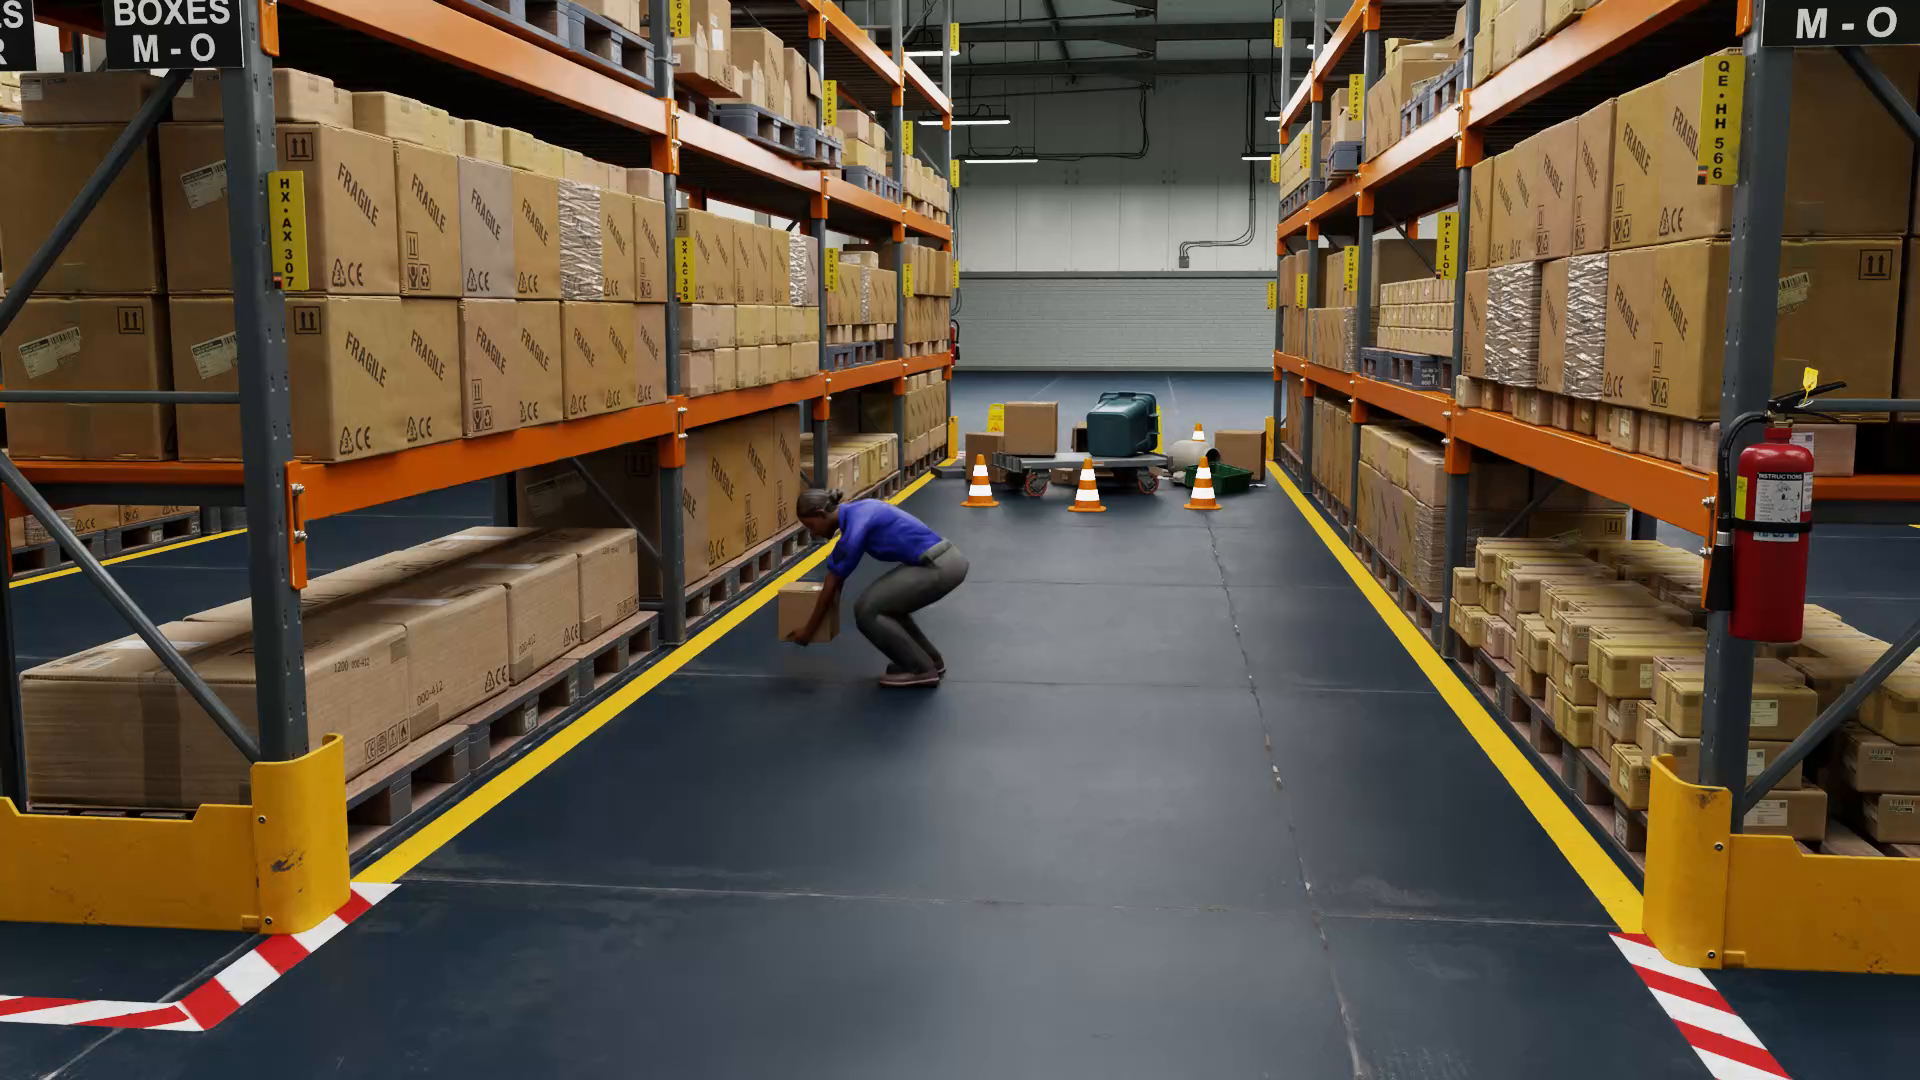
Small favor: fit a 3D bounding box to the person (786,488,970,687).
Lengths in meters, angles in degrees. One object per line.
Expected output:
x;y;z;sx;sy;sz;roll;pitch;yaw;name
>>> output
-0.388;0.216;7.950;0.863;0.936;0.465;1;8;4;person
